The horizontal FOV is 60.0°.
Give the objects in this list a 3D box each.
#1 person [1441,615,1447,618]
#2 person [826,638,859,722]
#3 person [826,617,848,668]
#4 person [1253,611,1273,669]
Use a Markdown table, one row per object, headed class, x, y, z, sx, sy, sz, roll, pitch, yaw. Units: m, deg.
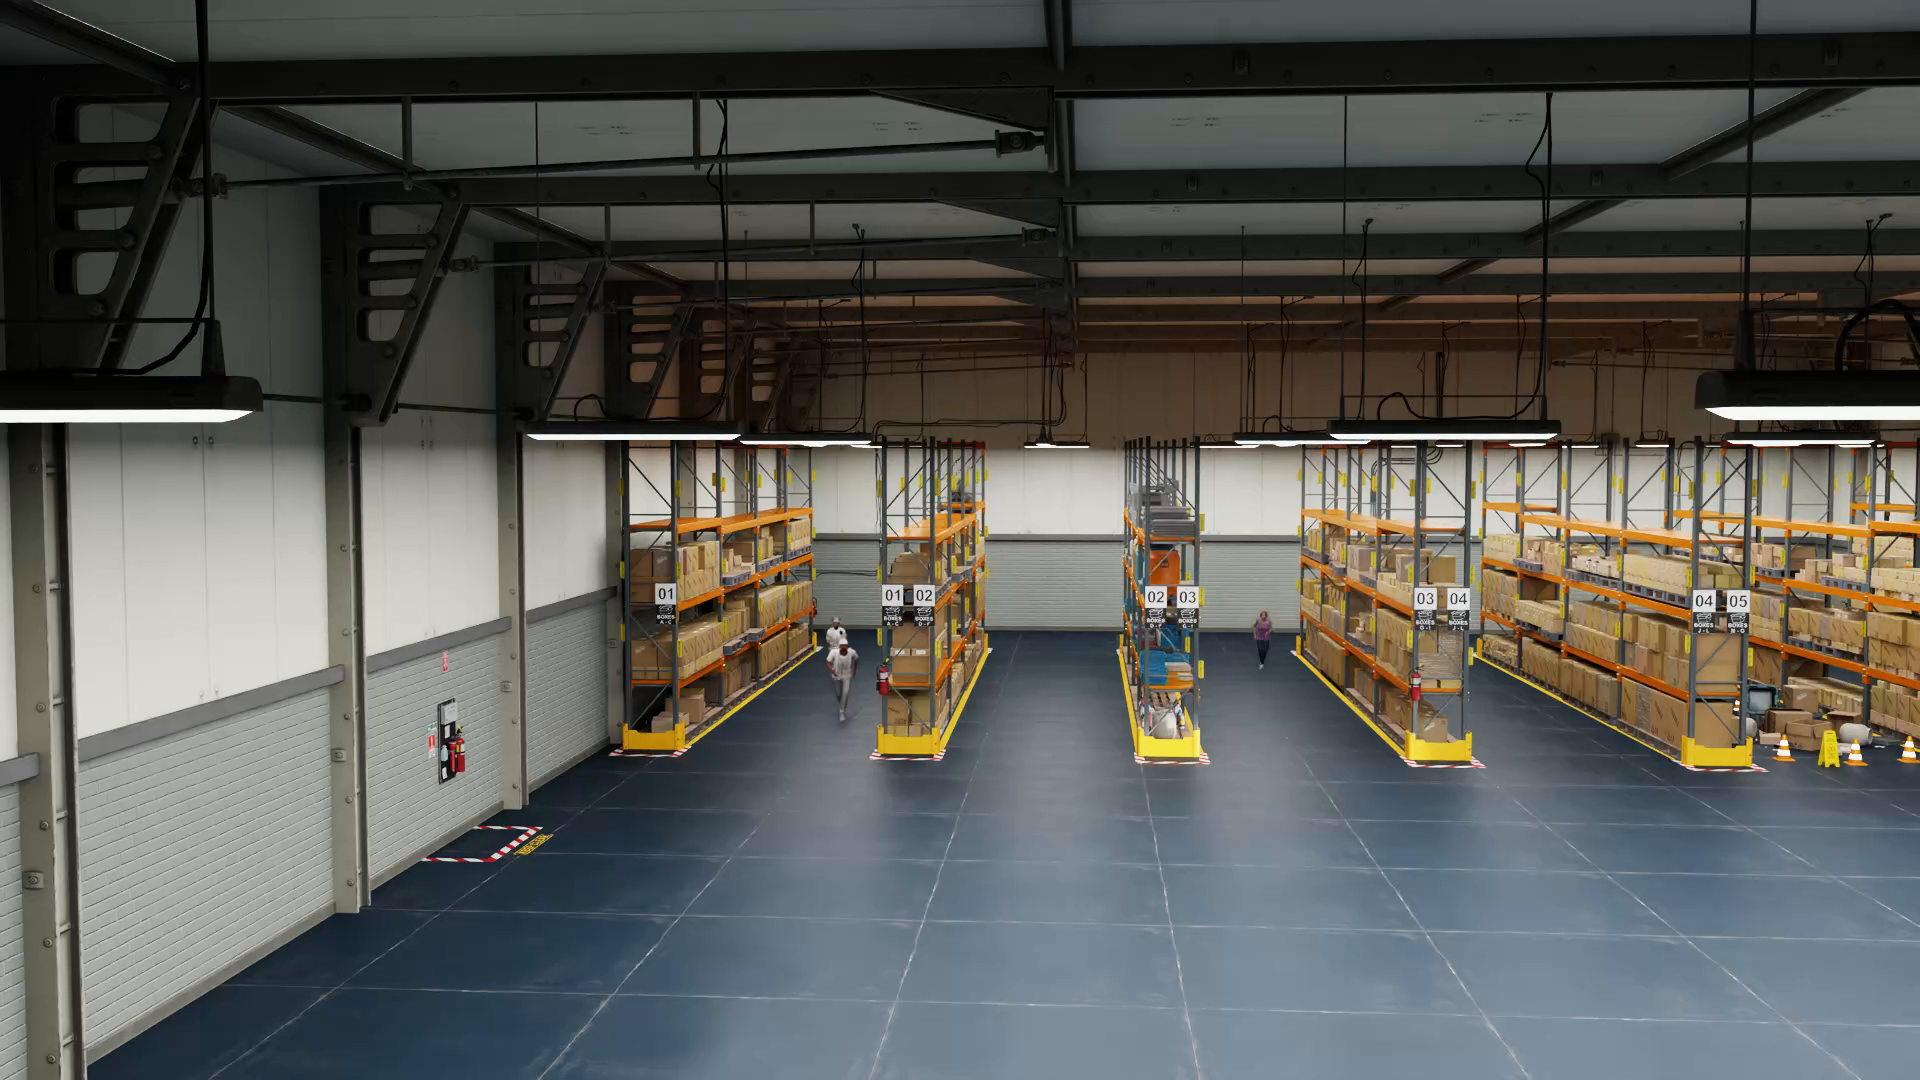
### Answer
| class | x | y | z | sx | sy | sz | roll | pitch | yaw |
| --- | --- | --- | --- | --- | --- | --- | --- | --- | --- |
| person | 13.064 | 2.499 | 44.136 | 0.681 | 1.729 | 0.597 | 1 | 3 | 13 |
| person | -2.523 | 2.955 | 35.663 | 0.700 | 1.753 | 1.097 | 0 | 3 | -3 |
| person | -3.012 | 2.709 | 40.839 | 0.551 | 1.648 | 0.664 | 0 | 3 | -9 |
| person | 7.924 | 2.616 | 43.472 | 0.504 | 1.541 | 0.659 | 0 | 3 | 4 |
